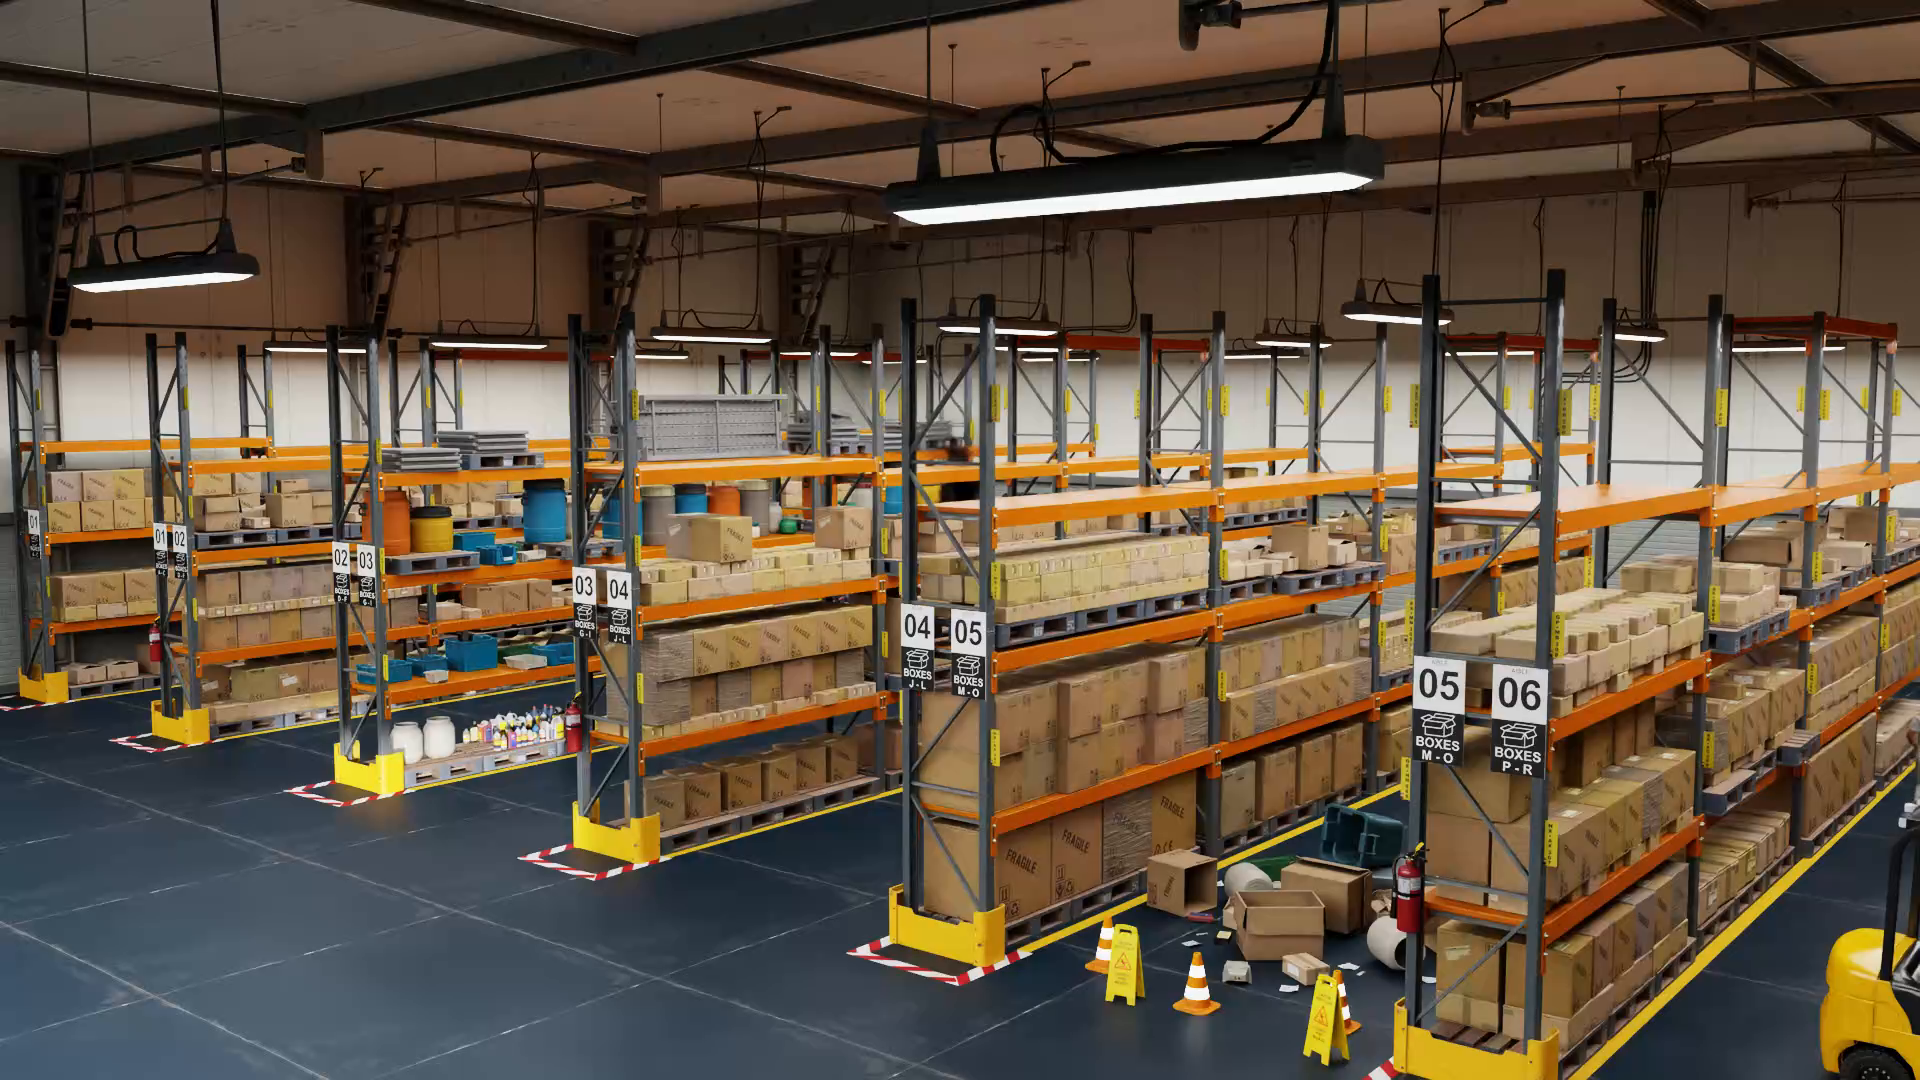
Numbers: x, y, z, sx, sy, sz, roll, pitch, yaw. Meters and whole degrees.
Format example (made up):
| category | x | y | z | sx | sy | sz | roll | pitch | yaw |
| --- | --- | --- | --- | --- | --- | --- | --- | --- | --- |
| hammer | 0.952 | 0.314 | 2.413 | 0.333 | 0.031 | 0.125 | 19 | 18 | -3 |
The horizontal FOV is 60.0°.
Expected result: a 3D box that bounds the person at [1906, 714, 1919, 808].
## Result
| category | x | y | z | sx | sy | sz | roll | pitch | yaw |
| --- | --- | --- | --- | --- | --- | --- | --- | --- | --- |
| person | 11.471 | 2.590 | 19.609 | 0.561 | 1.620 | 0.584 | 4 | 6 | 35 |
